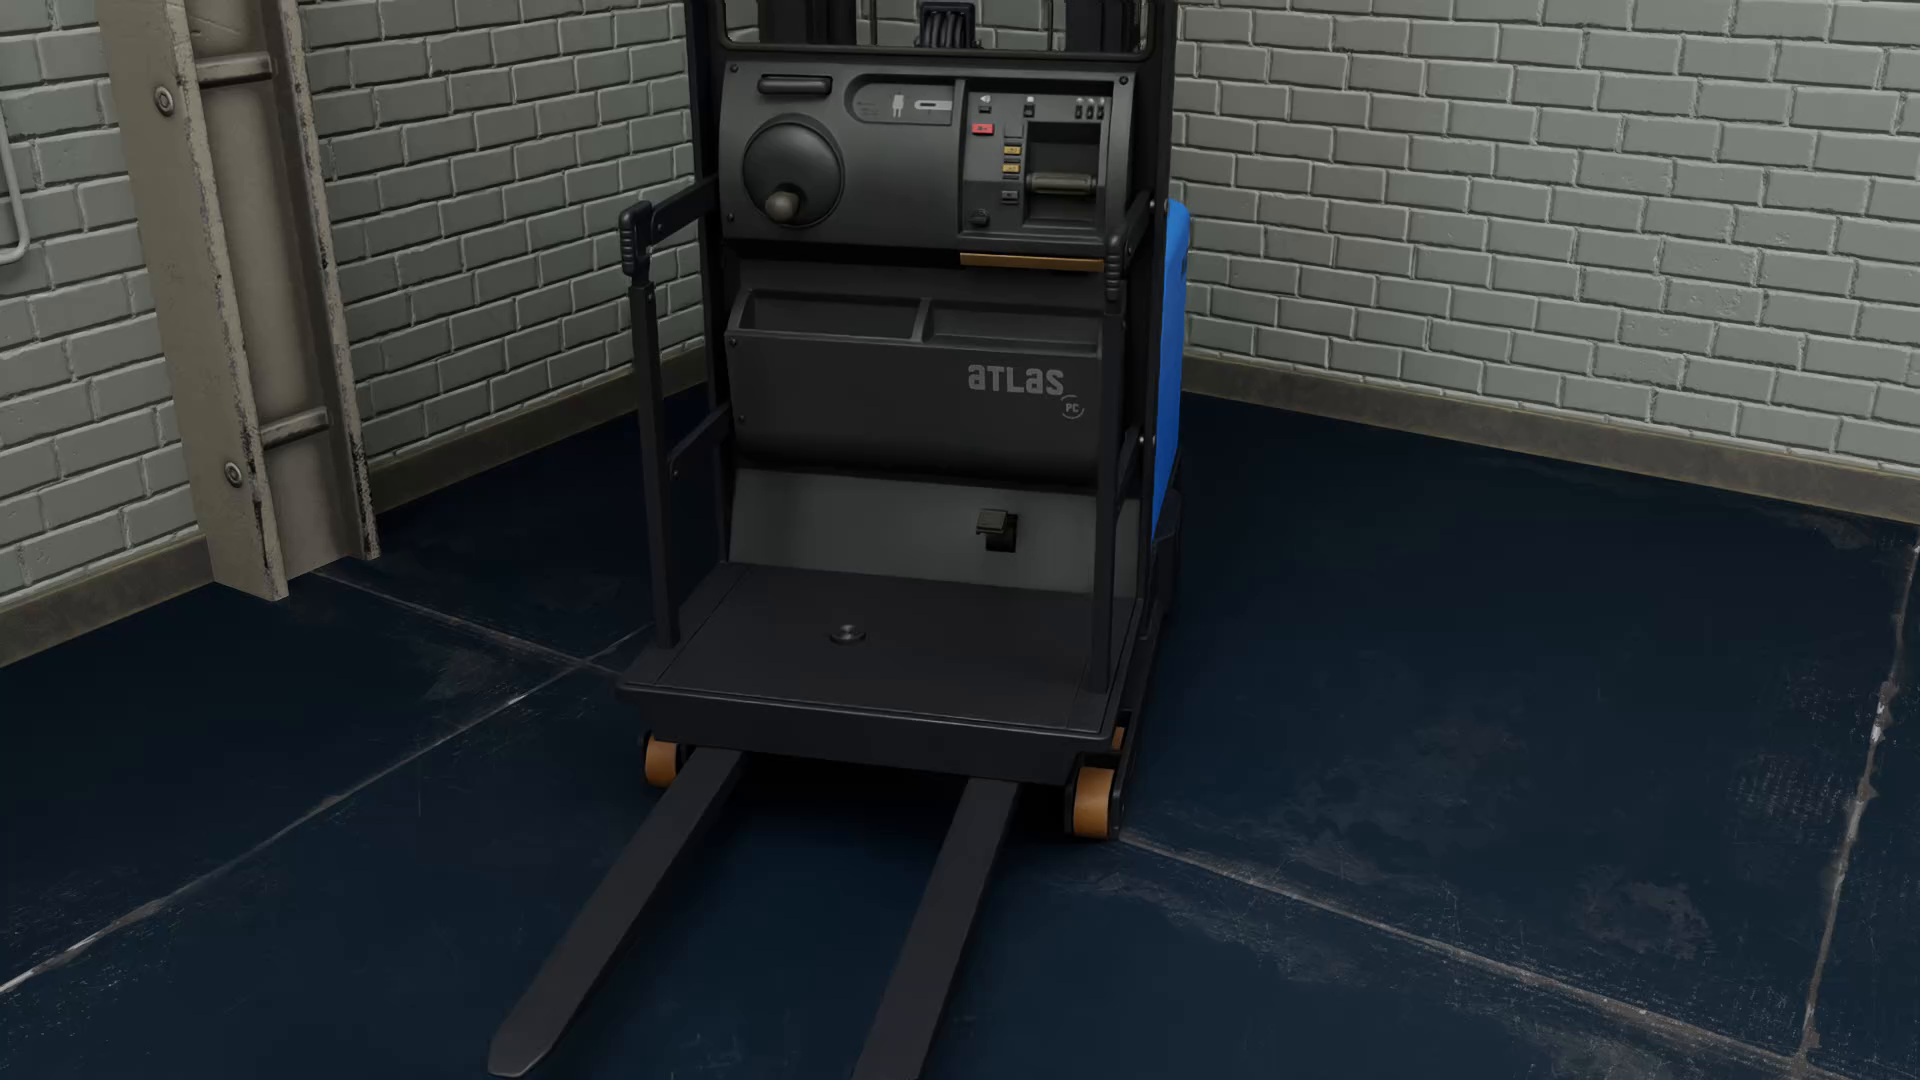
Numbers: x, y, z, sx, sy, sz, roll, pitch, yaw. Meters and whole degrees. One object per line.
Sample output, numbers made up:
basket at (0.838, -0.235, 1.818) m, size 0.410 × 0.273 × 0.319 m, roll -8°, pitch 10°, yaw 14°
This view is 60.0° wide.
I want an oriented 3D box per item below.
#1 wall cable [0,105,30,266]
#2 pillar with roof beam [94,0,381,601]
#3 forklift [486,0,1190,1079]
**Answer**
wall cable at (-2.839, -1.301, 3.200) m, size 0.084 × 1.984 × 1.851 m, roll 14°, pitch 27°, yaw 29°
pillar with roof beam at (1.636, -3.147, 1.193) m, size 9.100 × 9.000 × 0.400 m, roll 14°, pitch 27°, yaw 29°
forklift at (-0.126, -0.838, 3.496) m, size 1.130 × 2.935 × 3.031 m, roll 5°, pitch 24°, yaw 11°
